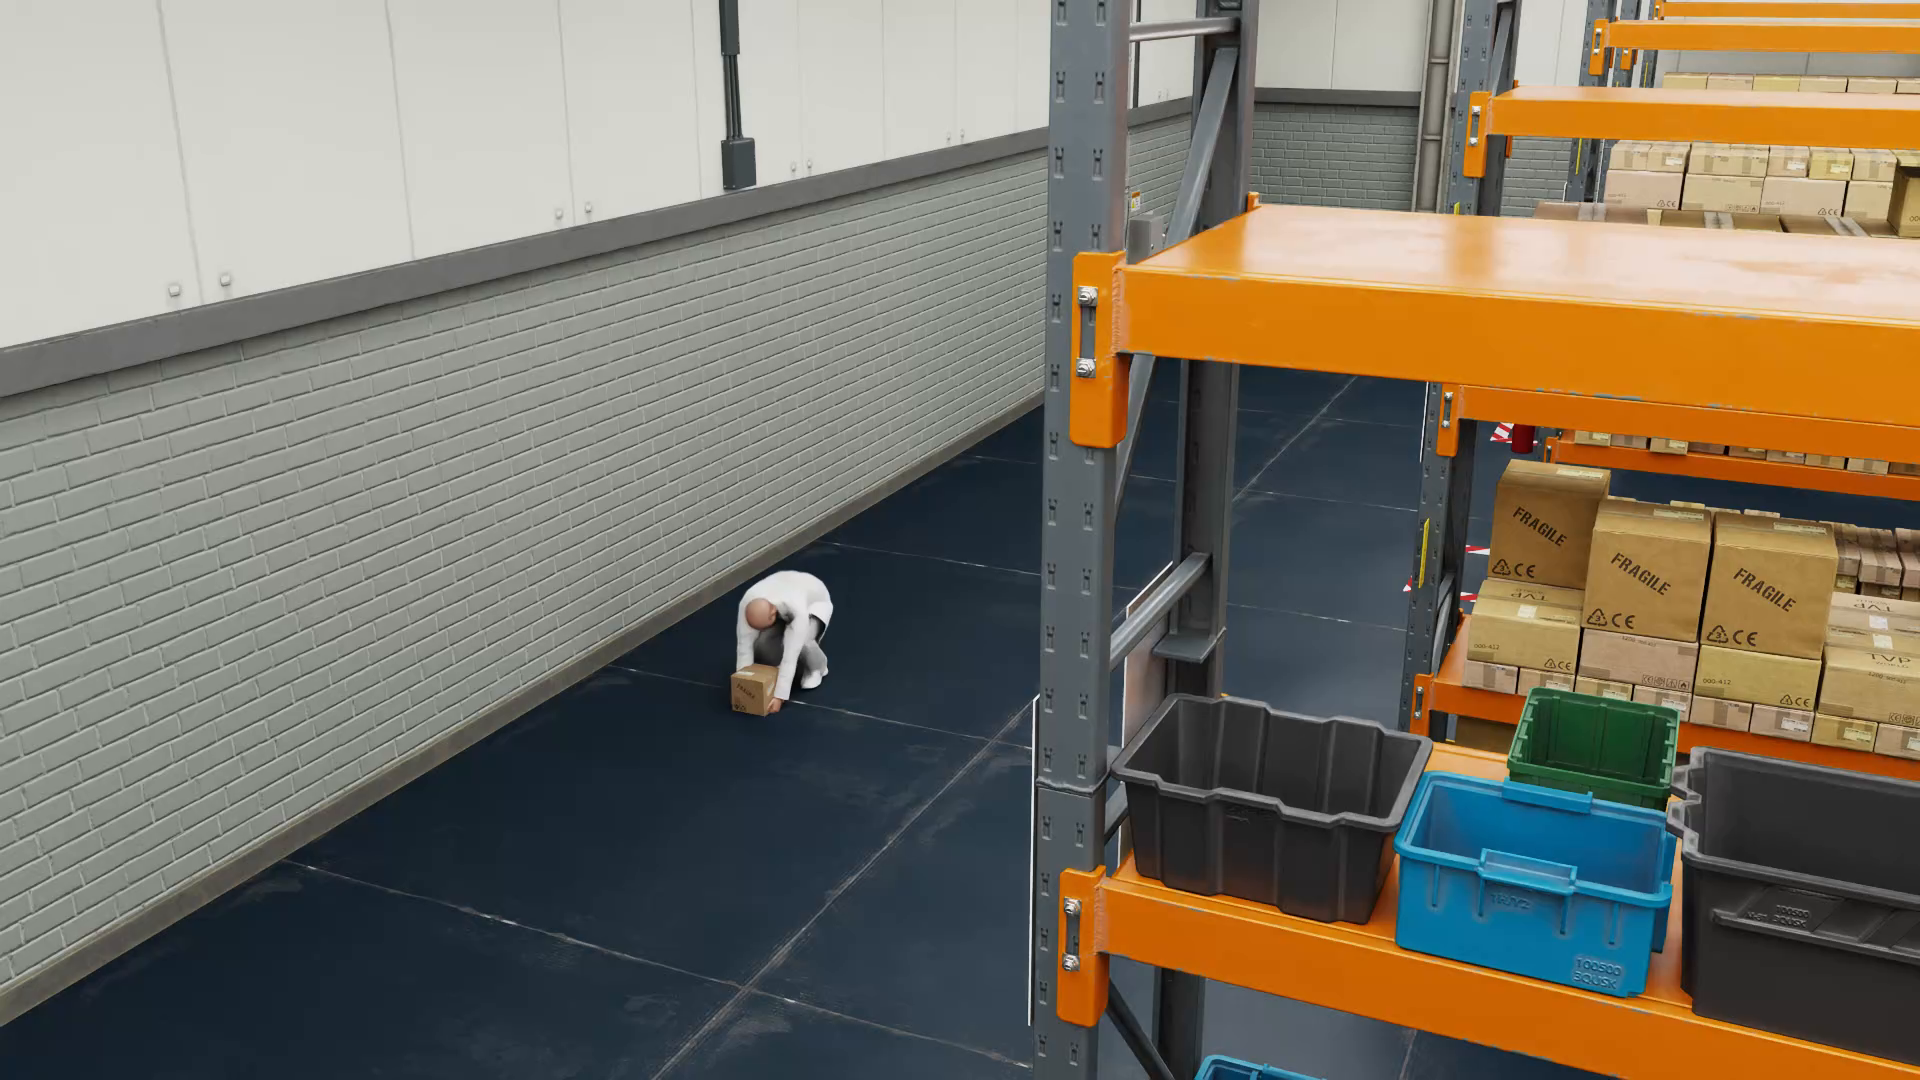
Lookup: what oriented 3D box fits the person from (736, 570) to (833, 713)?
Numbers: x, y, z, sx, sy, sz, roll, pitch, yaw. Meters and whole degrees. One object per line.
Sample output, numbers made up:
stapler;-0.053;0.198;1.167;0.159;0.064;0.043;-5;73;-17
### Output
person;-1.200;0.641;11.263;0.577;0.811;0.942;8;20;22
